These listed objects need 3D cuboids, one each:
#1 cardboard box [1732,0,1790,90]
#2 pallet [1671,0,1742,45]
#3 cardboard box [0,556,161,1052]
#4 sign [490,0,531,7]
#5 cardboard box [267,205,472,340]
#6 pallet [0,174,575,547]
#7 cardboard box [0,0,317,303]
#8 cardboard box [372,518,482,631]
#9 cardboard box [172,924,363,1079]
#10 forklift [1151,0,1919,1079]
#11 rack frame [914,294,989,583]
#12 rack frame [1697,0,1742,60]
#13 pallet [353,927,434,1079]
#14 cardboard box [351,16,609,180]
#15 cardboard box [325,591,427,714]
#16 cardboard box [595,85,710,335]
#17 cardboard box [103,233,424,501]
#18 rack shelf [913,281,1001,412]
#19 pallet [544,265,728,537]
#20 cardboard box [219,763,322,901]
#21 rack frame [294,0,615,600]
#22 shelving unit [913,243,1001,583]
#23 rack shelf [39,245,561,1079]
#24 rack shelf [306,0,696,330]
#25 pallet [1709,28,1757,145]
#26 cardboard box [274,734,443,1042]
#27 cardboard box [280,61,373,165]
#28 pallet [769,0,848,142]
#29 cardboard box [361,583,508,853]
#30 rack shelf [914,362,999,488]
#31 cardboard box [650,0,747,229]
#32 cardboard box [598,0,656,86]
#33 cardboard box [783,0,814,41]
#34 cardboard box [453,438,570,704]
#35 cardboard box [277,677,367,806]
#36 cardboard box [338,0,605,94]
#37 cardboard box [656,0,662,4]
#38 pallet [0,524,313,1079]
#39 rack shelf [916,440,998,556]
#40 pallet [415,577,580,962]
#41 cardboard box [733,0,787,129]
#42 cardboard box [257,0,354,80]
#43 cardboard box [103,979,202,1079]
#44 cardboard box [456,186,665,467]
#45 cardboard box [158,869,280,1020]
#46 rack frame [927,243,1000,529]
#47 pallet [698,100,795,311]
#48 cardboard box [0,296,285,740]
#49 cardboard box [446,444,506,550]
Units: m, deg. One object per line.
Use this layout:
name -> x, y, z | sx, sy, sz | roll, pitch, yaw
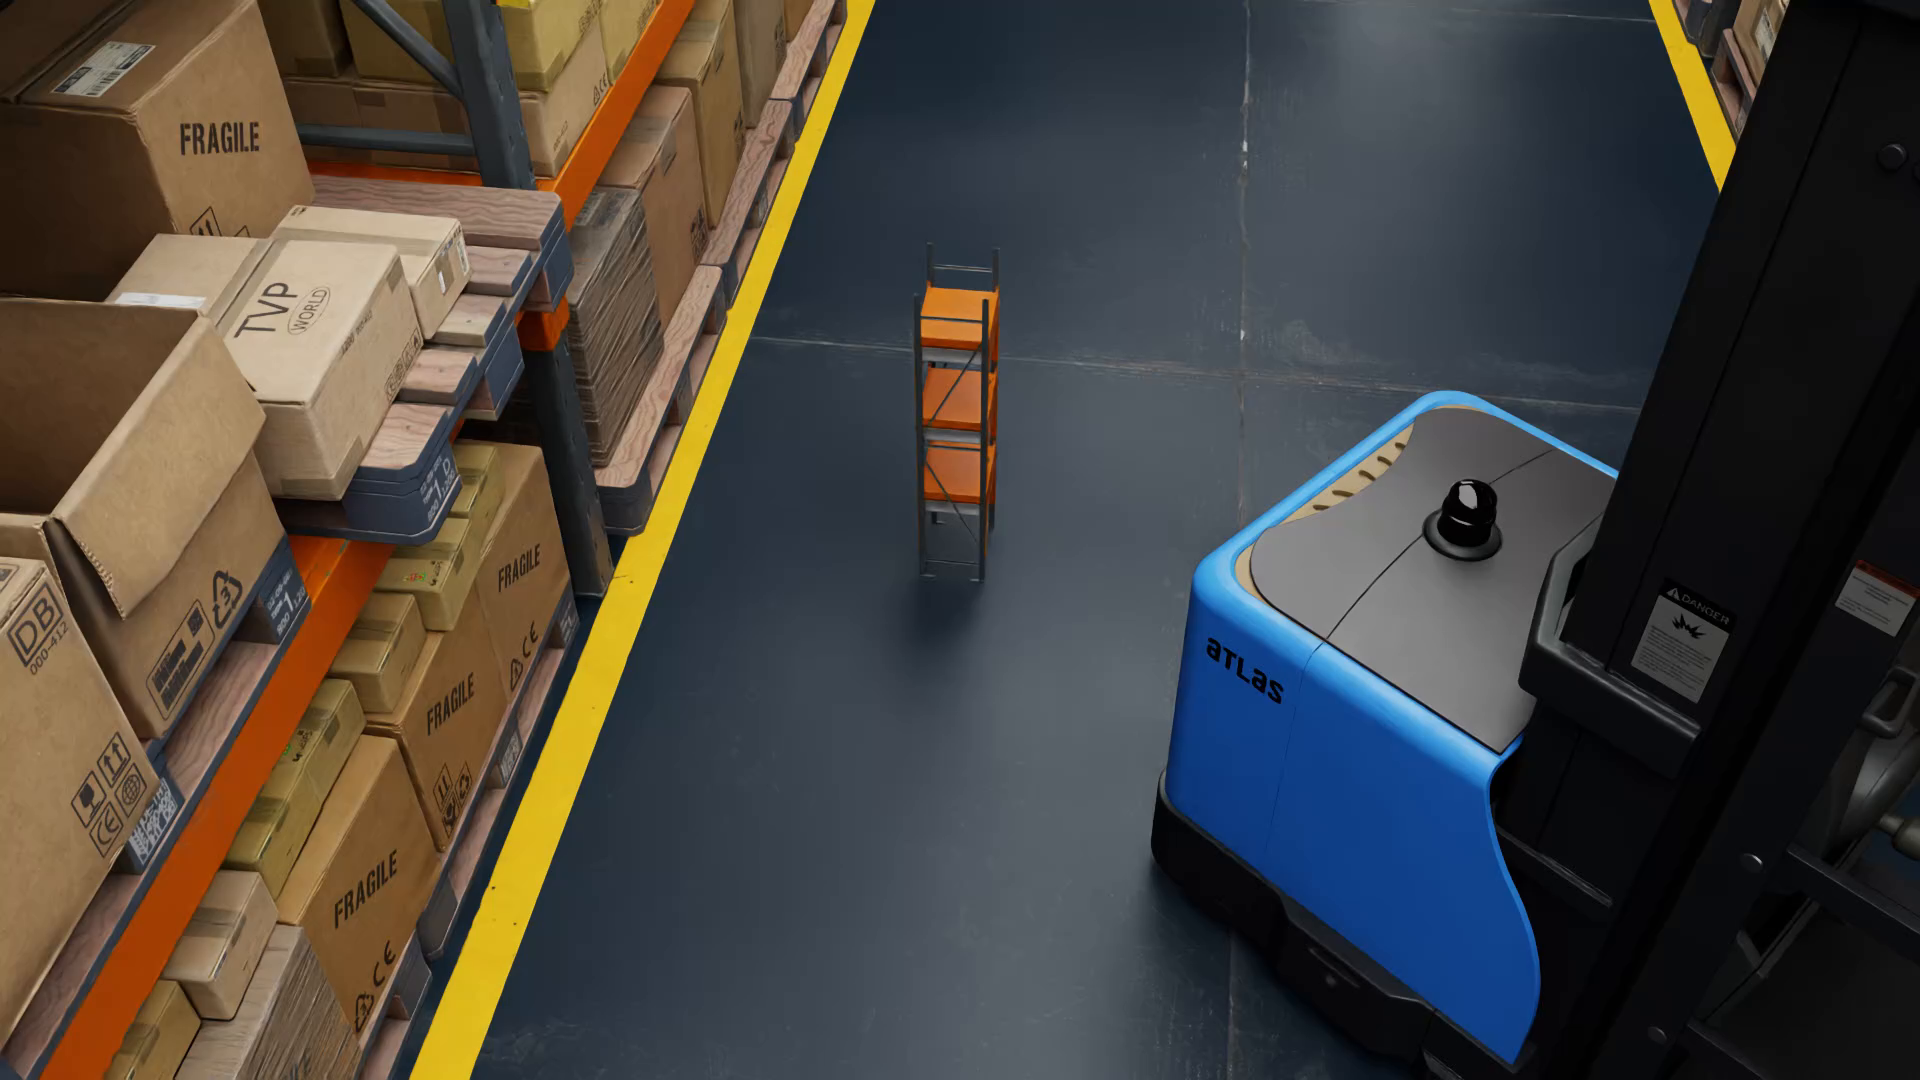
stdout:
cardboard box -> 3.810, -2.113, 6.906 | 0.950, 0.372, 0.625 | 6, 44, 6
pallet -> 3.931, -2.721, 7.970 | 1.003, 0.211, 1.213 | 5, 44, 6
cardboard box -> -1.643, 0.345, 2.326 | 0.700, 0.500, 0.500 | 5, 44, 5
sign -> -1.033, -1.344, 3.703 | 0.100, 0.325, 0.005 | 5, 44, 6
cardboard box -> -1.279, -0.574, 3.551 | 0.380, 0.149, 0.250 | 6, 44, 6
pallet -> -1.592, -0.457, 3.690 | 1.213, 0.211, 1.003 | 5, 44, 6
cardboard box -> -1.795, -0.847, 3.585 | 0.500, 0.500, 0.500 | 7, 44, 7
cardboard box -> -1.392, 0.073, 4.032 | 0.380, 0.149, 0.250 | 3, 44, 3
cardboard box -> -1.609, 1.121, 3.397 | 0.500, 0.500, 0.500 | 4, 44, 4
forklift -> 1.877, 0.280, 2.822 | 1.130, 2.935, 3.031 | -33, 53, -30
rack frame -> -0.023, -0.262, 4.763 | 0.200, 1.050, 0.008 | 5, 44, 6
rack frame -> 3.877, -3.272, 6.524 | 1.000, 3.000, 0.127 | 5, 44, 6
pallet -> -1.872, 1.352, 3.668 | 1.003, 0.211, 1.213 | 5, 44, 6
cardboard box -> -1.272, -1.221, 4.467 | 0.500, 0.250, 0.500 | 5, 44, 6
cardboard box -> -1.471, 0.249, 3.847 | 0.380, 0.149, 0.250 | 4, 44, 4
cardboard box -> -1.398, -1.155, 5.710 | 0.875, 0.625, 0.625 | 7, 44, 7
cardboard box -> -1.391, -0.344, 3.236 | 0.500, 0.250, 0.500 | 3, 44, 4
rack shelf -> -0.007, -0.543, 4.663 | 0.215, 0.259, 0.240 | 5, 44, 6
pallet -> -1.425, -0.540, 5.667 | 1.003, 0.211, 1.213 | 5, 44, 6
cardboard box -> -1.583, 0.595, 3.481 | 0.380, 0.149, 0.250 | 5, 44, 5
rack frame -> -1.572, -0.995, 4.119 | 1.000, 3.000, 0.127 | 5, 44, 6
shelving unit -> -0.007, -0.345, 4.851 | 0.215, 1.050, 0.252 | 5, 44, 6
rack shelf -> -1.837, 0.629, 2.927 | 1.077, 0.370, 4.000 | 5, 44, 6
rack shelf -> -1.308, -2.097, 5.806 | 1.077, 0.370, 4.000 | 5, 44, 6
pallet -> 3.776, -1.729, 6.922 | 1.003, 0.211, 1.213 | 5, 44, 6
cardboard box -> -1.558, 0.765, 3.773 | 0.500, 0.500, 0.500 | 7, 44, 7
cardboard box -> -1.767, -1.270, 4.519 | 0.500, 0.250, 0.500 | 4, 44, 5
pallet -> -1.102, -2.203, 7.423 | 1.003, 0.211, 1.213 | 5, 44, 6
cardboard box -> -1.492, 0.408, 4.150 | 0.500, 0.500, 0.500 | 5, 44, 5
rack shelf -> -0.007, -0.337, 4.858 | 0.215, 0.259, 0.240 | 5, 44, 6
cardboard box -> -1.309, -1.614, 6.194 | 0.875, 0.625, 0.625 | 4, 44, 4
cardboard box -> -1.200, -1.563, 4.828 | 0.500, 0.250, 0.500 | 4, 44, 5
cardboard box -> -1.101, -2.655, 7.294 | 0.875, 0.625, 0.625 | 7, 44, 7
cardboard box -> -1.415, 0.068, 4.509 | 0.500, 0.500, 0.500 | 6, 44, 7
cardboard box -> -1.550, 0.424, 3.661 | 0.380, 0.149, 0.250 | 6, 44, 7
cardboard box -> -1.247, -1.400, 4.292 | 0.500, 0.250, 0.500 | 5, 44, 5
cardboard box -> -1.139, -1.915, 5.199 | 0.500, 0.250, 0.500 | 4, 44, 4
pallet -> -1.825, 0.401, 2.785 | 1.003, 0.211, 1.213 | 5, 44, 6
rack shelf -> -0.007, -0.135, 5.049 | 0.215, 0.259, 0.240 | 5, 44, 6
pallet -> -1.709, 0.523, 4.544 | 1.003, 0.211, 1.213 | 5, 44, 6
cardboard box -> -1.212, -2.126, 6.736 | 0.875, 0.625, 0.625 | 5, 44, 5
cardboard box -> -1.788, -1.453, 4.349 | 0.500, 0.250, 0.500 | 6, 44, 6
cardboard box -> -1.673, 0.948, 3.108 | 0.380, 0.149, 0.250 | 5, 44, 6
cardboard box -> -1.476, -0.709, 5.239 | 0.875, 0.625, 0.625 | 7, 44, 7
cardboard box -> -1.590, 0.786, 3.280 | 0.380, 0.149, 0.250 | 3, 44, 4
rack frame -> 0.009, -0.428, 4.938 | 0.200, 1.050, 0.008 | 5, 44, 6
pallet -> -1.261, -1.369, 6.542 | 1.003, 0.211, 1.213 | 5, 44, 6
cardboard box -> -1.605, -0.056, 2.746 | 0.797, 0.503, 0.637 | 4, 44, 5
cardboard box -> -1.387, -0.116, 4.231 | 0.380, 0.149, 0.250 | 3, 44, 3
